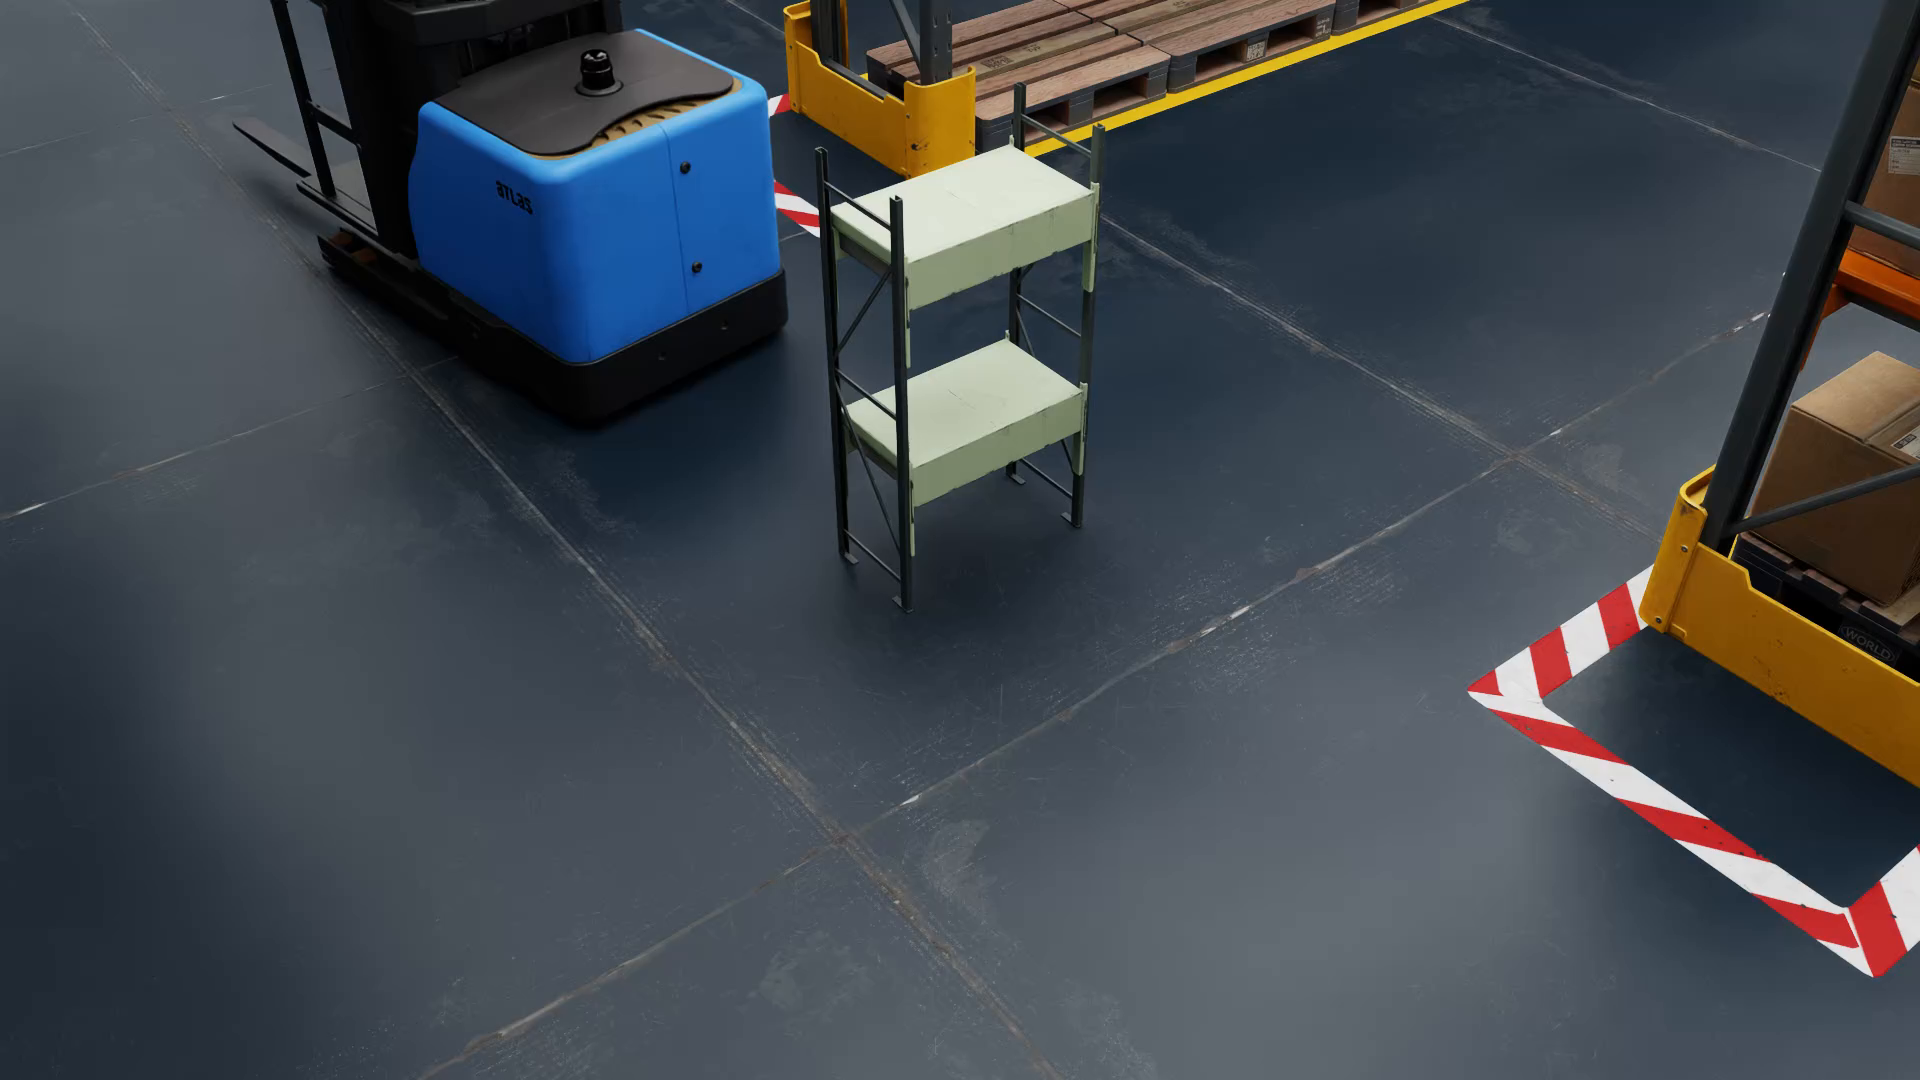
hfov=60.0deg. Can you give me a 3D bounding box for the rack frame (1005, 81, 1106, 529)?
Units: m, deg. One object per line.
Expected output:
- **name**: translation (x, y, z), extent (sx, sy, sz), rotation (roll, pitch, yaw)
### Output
- **rack frame**: translation (0.296, -0.724, 5.450), extent (0.023, 1.500, 0.400), rotation (-26, 46, -28)

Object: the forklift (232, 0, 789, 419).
- **forklift**: translation (-2.099, -2.408, 6.374), extent (3.031, 2.935, 1.130), rotation (32, 49, 33)

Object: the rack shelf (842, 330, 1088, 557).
- **rack shelf**: translation (0.005, -0.330, 5.484), extent (0.720, 0.370, 0.431), rotation (-26, 46, -28)

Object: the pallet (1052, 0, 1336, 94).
- **pallet**: translation (1.260, -2.845, 9.051), extent (1.213, 0.211, 1.003), rotation (-26, 46, -28)

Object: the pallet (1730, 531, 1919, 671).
- **pallet**: translation (3.323, 0.078, 5.489), extent (1.213, 0.211, 1.003), rotation (-26, 46, -28)

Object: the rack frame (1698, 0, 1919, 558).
- **rack frame**: translation (2.631, -0.662, 4.192), extent (0.127, 3.000, 1.000), rotation (-26, 46, -28)

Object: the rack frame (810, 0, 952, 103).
- **rack frame**: translation (-0.385, -3.155, 7.231), extent (0.127, 3.000, 1.000), rotation (-26, 46, -28)

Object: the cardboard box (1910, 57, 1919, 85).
- **cardboard box**: translation (2.816, -1.398, 4.222), extent (0.500, 0.500, 0.500), rotation (-26, 46, -28)

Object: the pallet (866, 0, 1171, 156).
- **pallet**: translation (0.293, -2.376, 8.480), extent (1.213, 0.211, 1.003), rotation (-26, 46, -28)

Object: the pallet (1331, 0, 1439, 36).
- **pallet**: translation (2.228, -3.319, 9.629), extent (1.213, 0.211, 1.003), rotation (-26, 46, -28)

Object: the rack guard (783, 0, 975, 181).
- **rack guard**: translation (-0.396, -2.172, 8.004), extent (0.348, 0.500, 1.175), rotation (-26, 46, -28)

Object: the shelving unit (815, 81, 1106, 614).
- **shelving unit**: translation (0.005, -0.582, 5.277), extent (0.755, 1.500, 0.431), rotation (-26, 46, -28)

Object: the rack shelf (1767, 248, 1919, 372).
- **rack shelf**: translation (4.217, -1.157, 5.363), extent (4.000, 0.370, 1.077), rotation (-26, 46, -28)

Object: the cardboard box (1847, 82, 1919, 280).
- **cardboard box**: translation (2.820, -1.011, 4.538), extent (0.500, 0.500, 0.500), rotation (-25, 45, -27)

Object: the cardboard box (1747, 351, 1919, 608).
- **cardboard box**: translation (2.912, -0.200, 5.253), extent (0.500, 0.500, 0.500), rotation (-26, 46, -28)

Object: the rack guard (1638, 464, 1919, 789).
- **rack guard**: translation (2.691, 0.275, 5.021), extent (0.348, 0.500, 1.175), rotation (-26, 46, -28)

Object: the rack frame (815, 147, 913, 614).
- **rack frame**: translation (-0.285, -0.441, 5.105), extent (0.023, 1.500, 0.400), rotation (-26, 46, -28)

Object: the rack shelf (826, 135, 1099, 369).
- **rack shelf**: translation (0.005, -0.884, 5.030), extent (0.720, 0.370, 0.431), rotation (-26, 46, -28)
